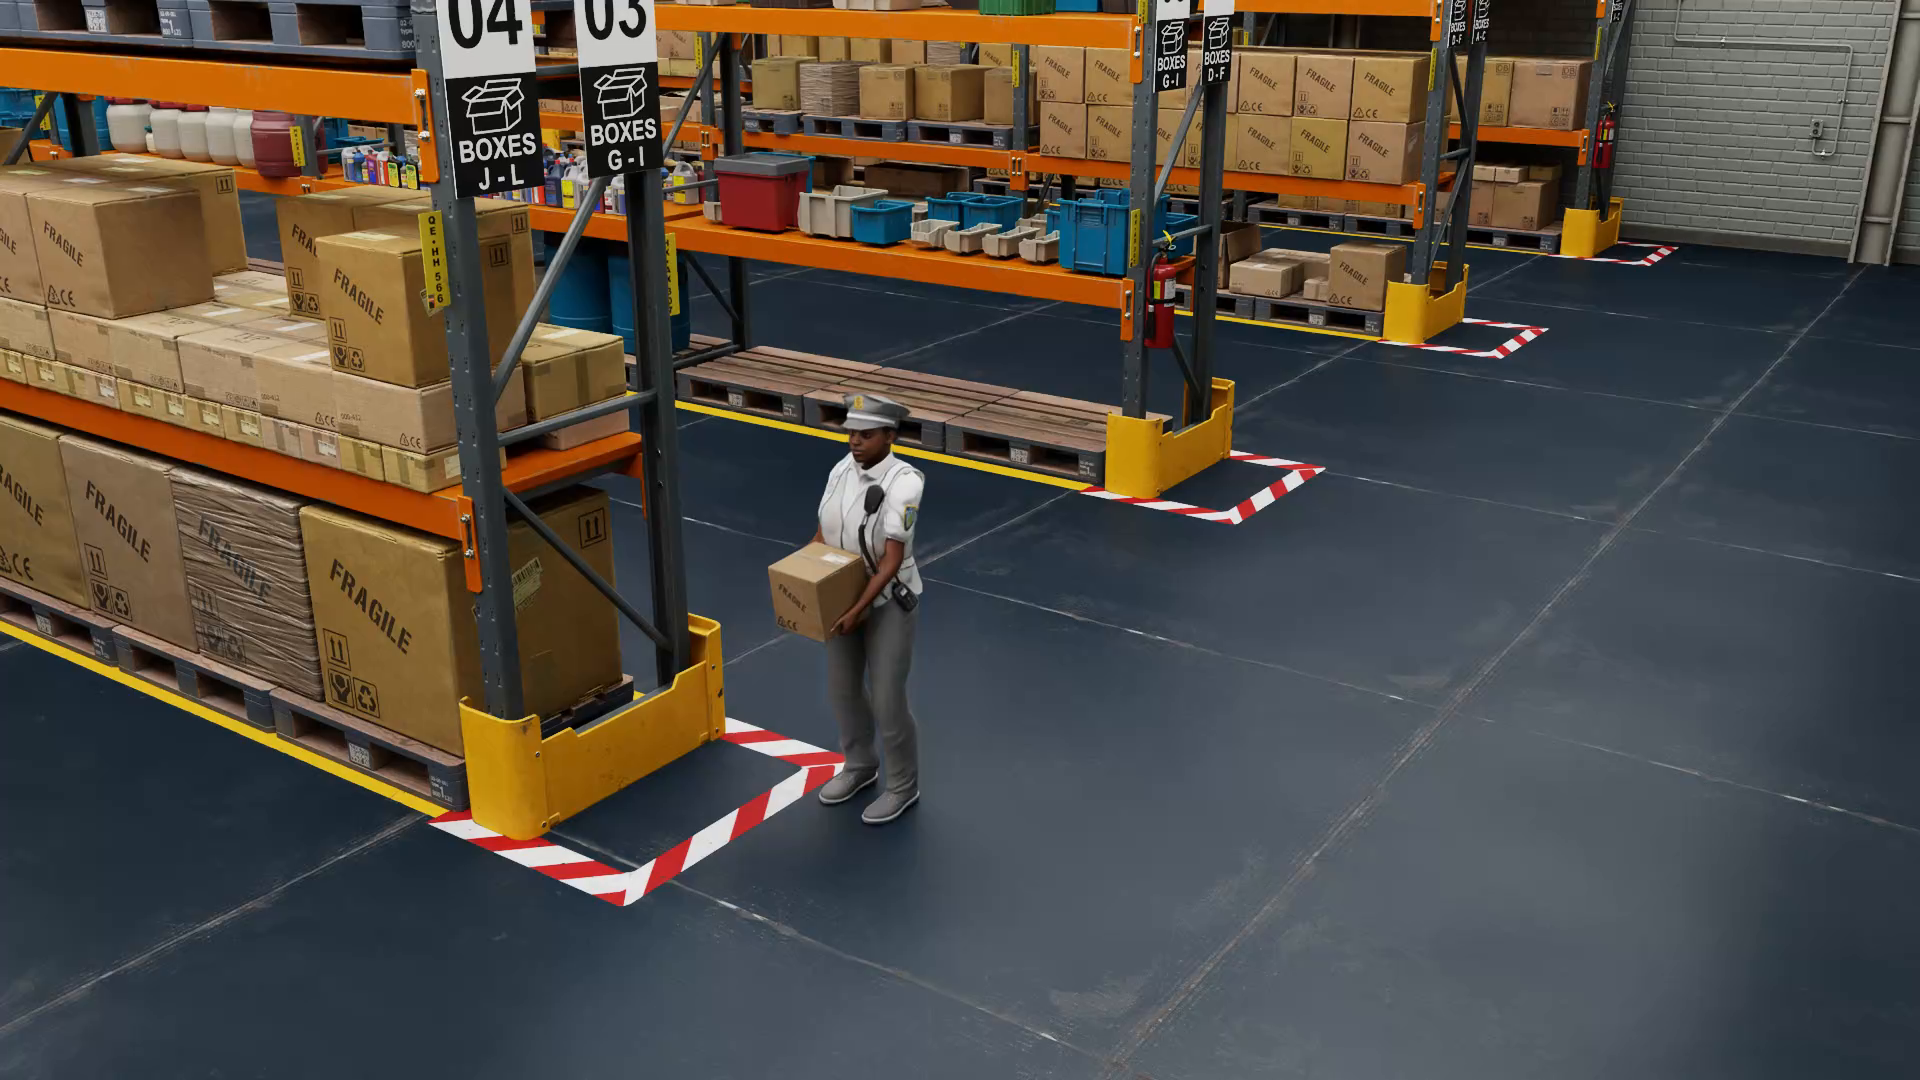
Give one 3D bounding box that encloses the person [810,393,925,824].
[{"bbox_3d":[-0.395,0.265,6.311,0.435,1.692,0.520,16,26,38],"label":"person"}]
